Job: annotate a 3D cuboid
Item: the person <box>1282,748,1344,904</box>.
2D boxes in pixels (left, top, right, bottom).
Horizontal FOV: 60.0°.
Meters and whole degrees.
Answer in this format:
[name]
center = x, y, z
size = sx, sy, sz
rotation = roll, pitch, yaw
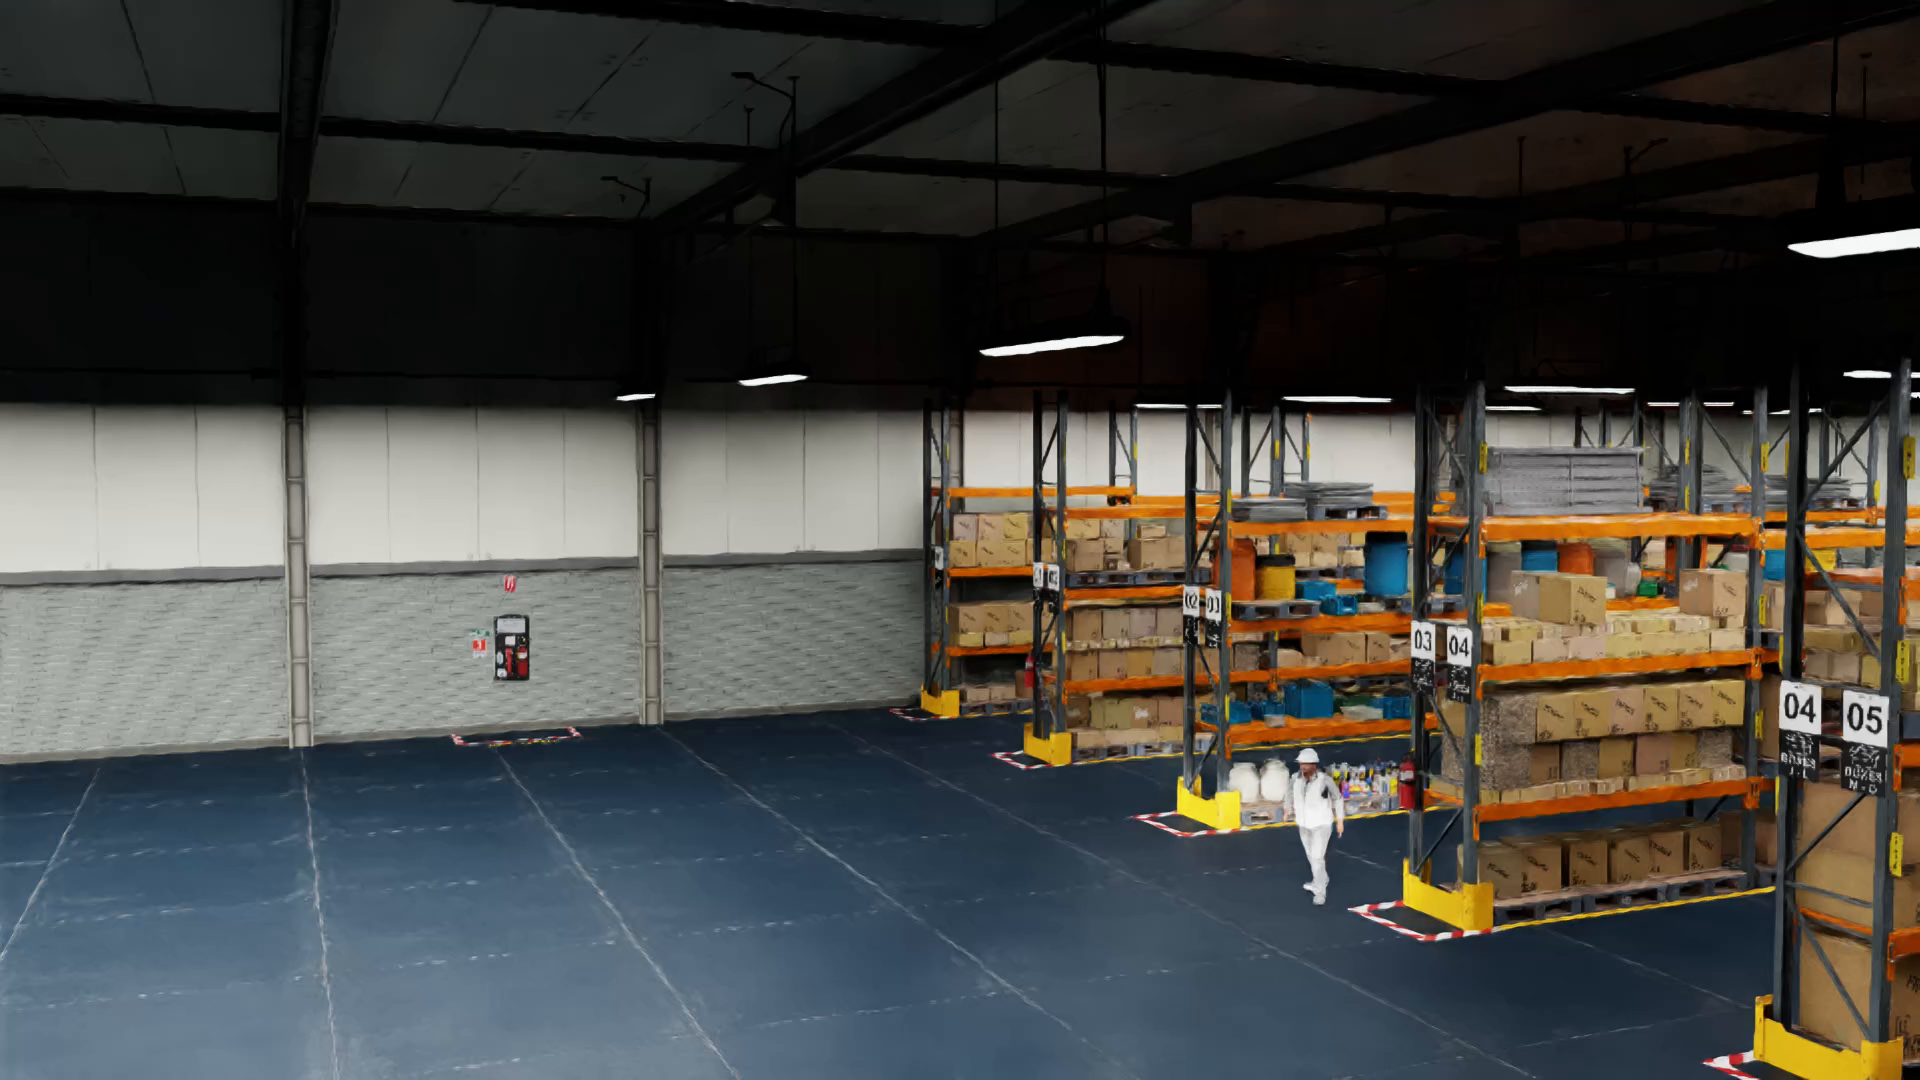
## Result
[person]
center = 4.028, 3.189, 18.848
size = 0.817, 1.709, 0.687
rotation = -3, 4, -41
